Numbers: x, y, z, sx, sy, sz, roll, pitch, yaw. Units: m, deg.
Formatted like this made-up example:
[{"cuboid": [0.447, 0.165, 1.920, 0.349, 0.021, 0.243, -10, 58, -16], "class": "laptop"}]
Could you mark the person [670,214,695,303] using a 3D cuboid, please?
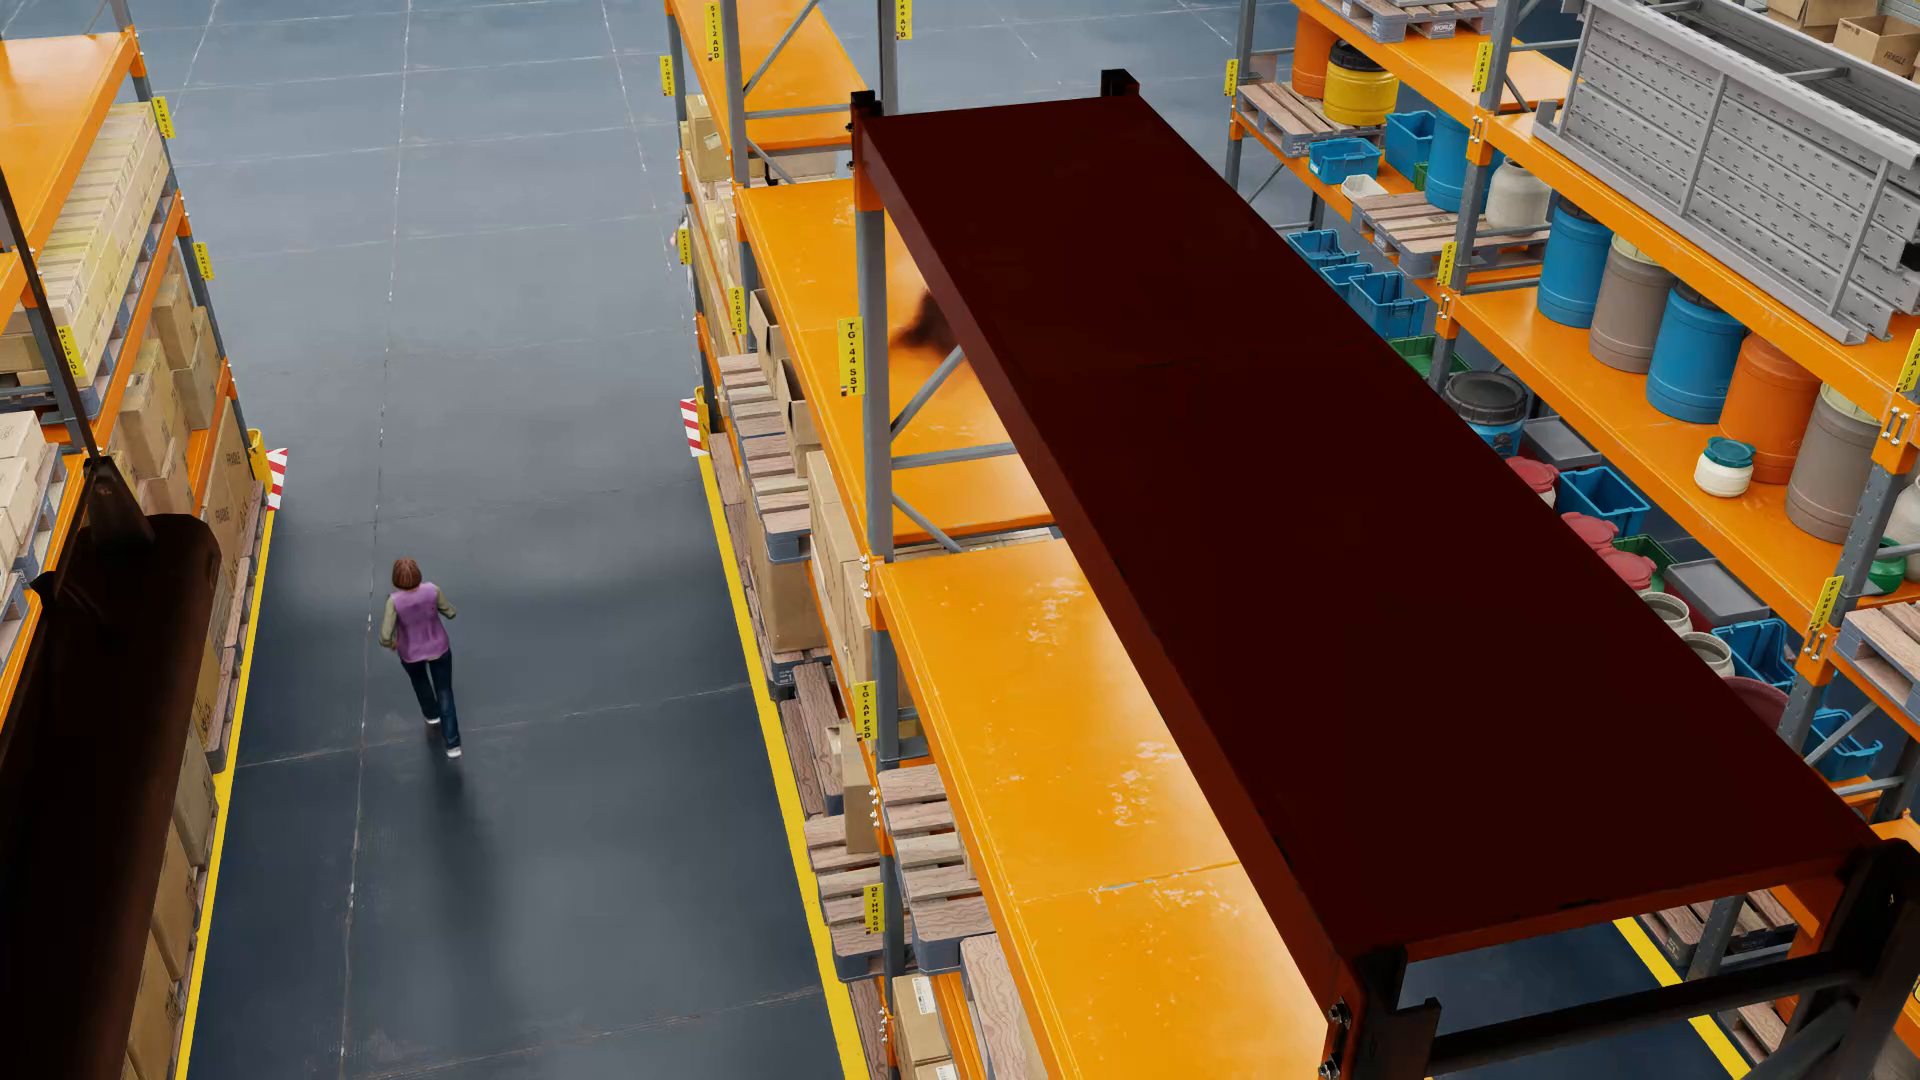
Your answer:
[{"cuboid": [-2.625, -2.858, 16.729, 0.591, 1.741, 0.655, 15, 37, 20], "class": "person"}]

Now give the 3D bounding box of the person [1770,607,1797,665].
[{"cuboid": [5.905, 0.391, 12.115, 0.575, 1.615, 0.589, -11, 36, -16], "class": "person"}]

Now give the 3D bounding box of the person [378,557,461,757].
[{"cuboid": [-3.697, 0.789, 11.486, 0.532, 1.612, 0.799, -13, 37, -18], "class": "person"}]
